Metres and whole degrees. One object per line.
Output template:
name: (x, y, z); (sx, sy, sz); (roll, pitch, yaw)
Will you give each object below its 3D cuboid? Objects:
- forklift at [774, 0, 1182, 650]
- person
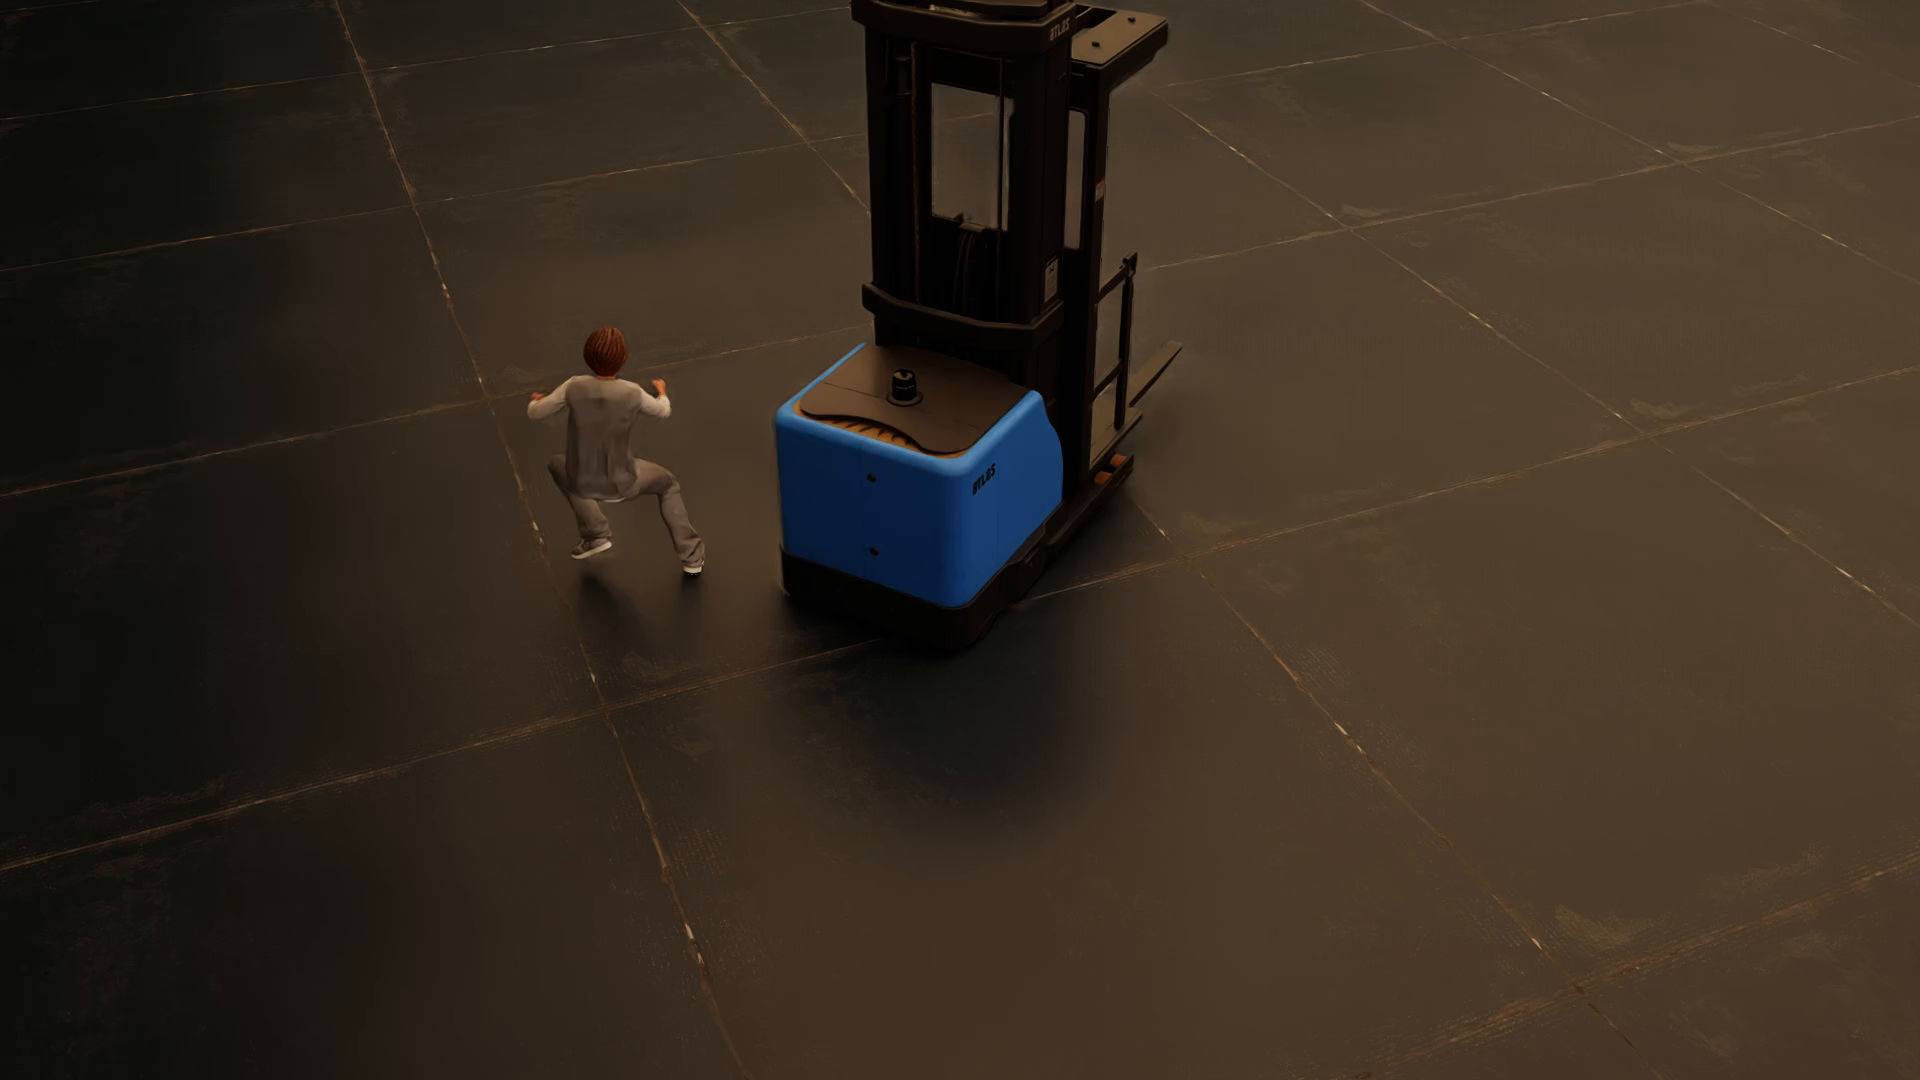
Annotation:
forklift: (0.288, -1.513, 8.226); (1.130, 2.935, 3.031); (18, 39, 23)
person: (-1.688, -0.448, 8.086); (0.797, 1.407, 0.694); (-1, 35, -1)
